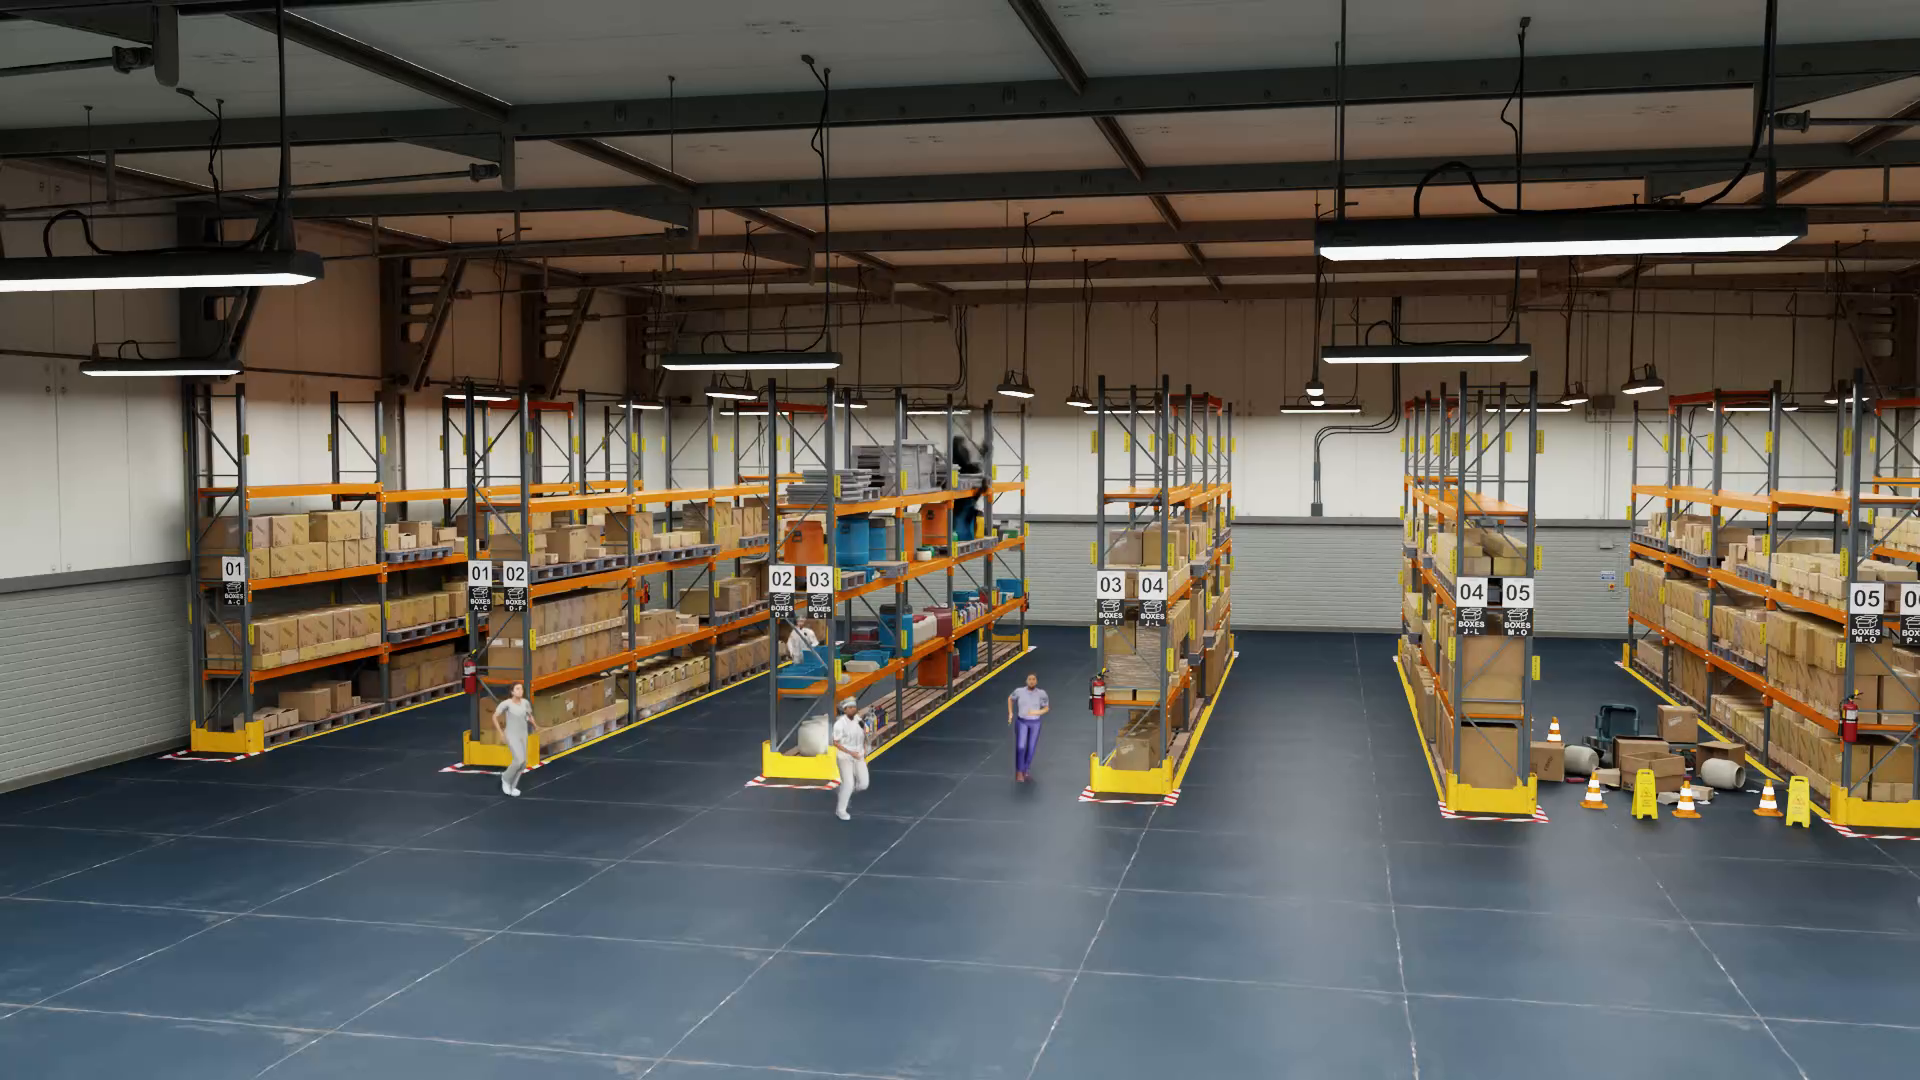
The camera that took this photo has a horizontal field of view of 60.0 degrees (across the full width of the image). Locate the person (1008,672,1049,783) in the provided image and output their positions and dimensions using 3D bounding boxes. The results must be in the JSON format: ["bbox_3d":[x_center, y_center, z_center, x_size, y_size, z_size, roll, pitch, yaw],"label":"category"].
[{"bbox_3d":[1.023,2.790,24.745,0.590,1.655,0.661,0,3,-5],"label":"person"}]

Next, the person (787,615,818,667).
[{"bbox_3d":[-3.157,2.292,32.931,0.576,1.648,0.581,1,3,10],"label":"person"}]

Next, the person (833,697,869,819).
[{"bbox_3d":[-1.433,2.908,22.251,0.602,1.659,0.616,-3,4,-39],"label":"person"}]

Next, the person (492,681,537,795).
[{"bbox_3d":[-6.290,2.828,23.677,0.569,1.630,0.573,2,4,37],"label":"person"}]
